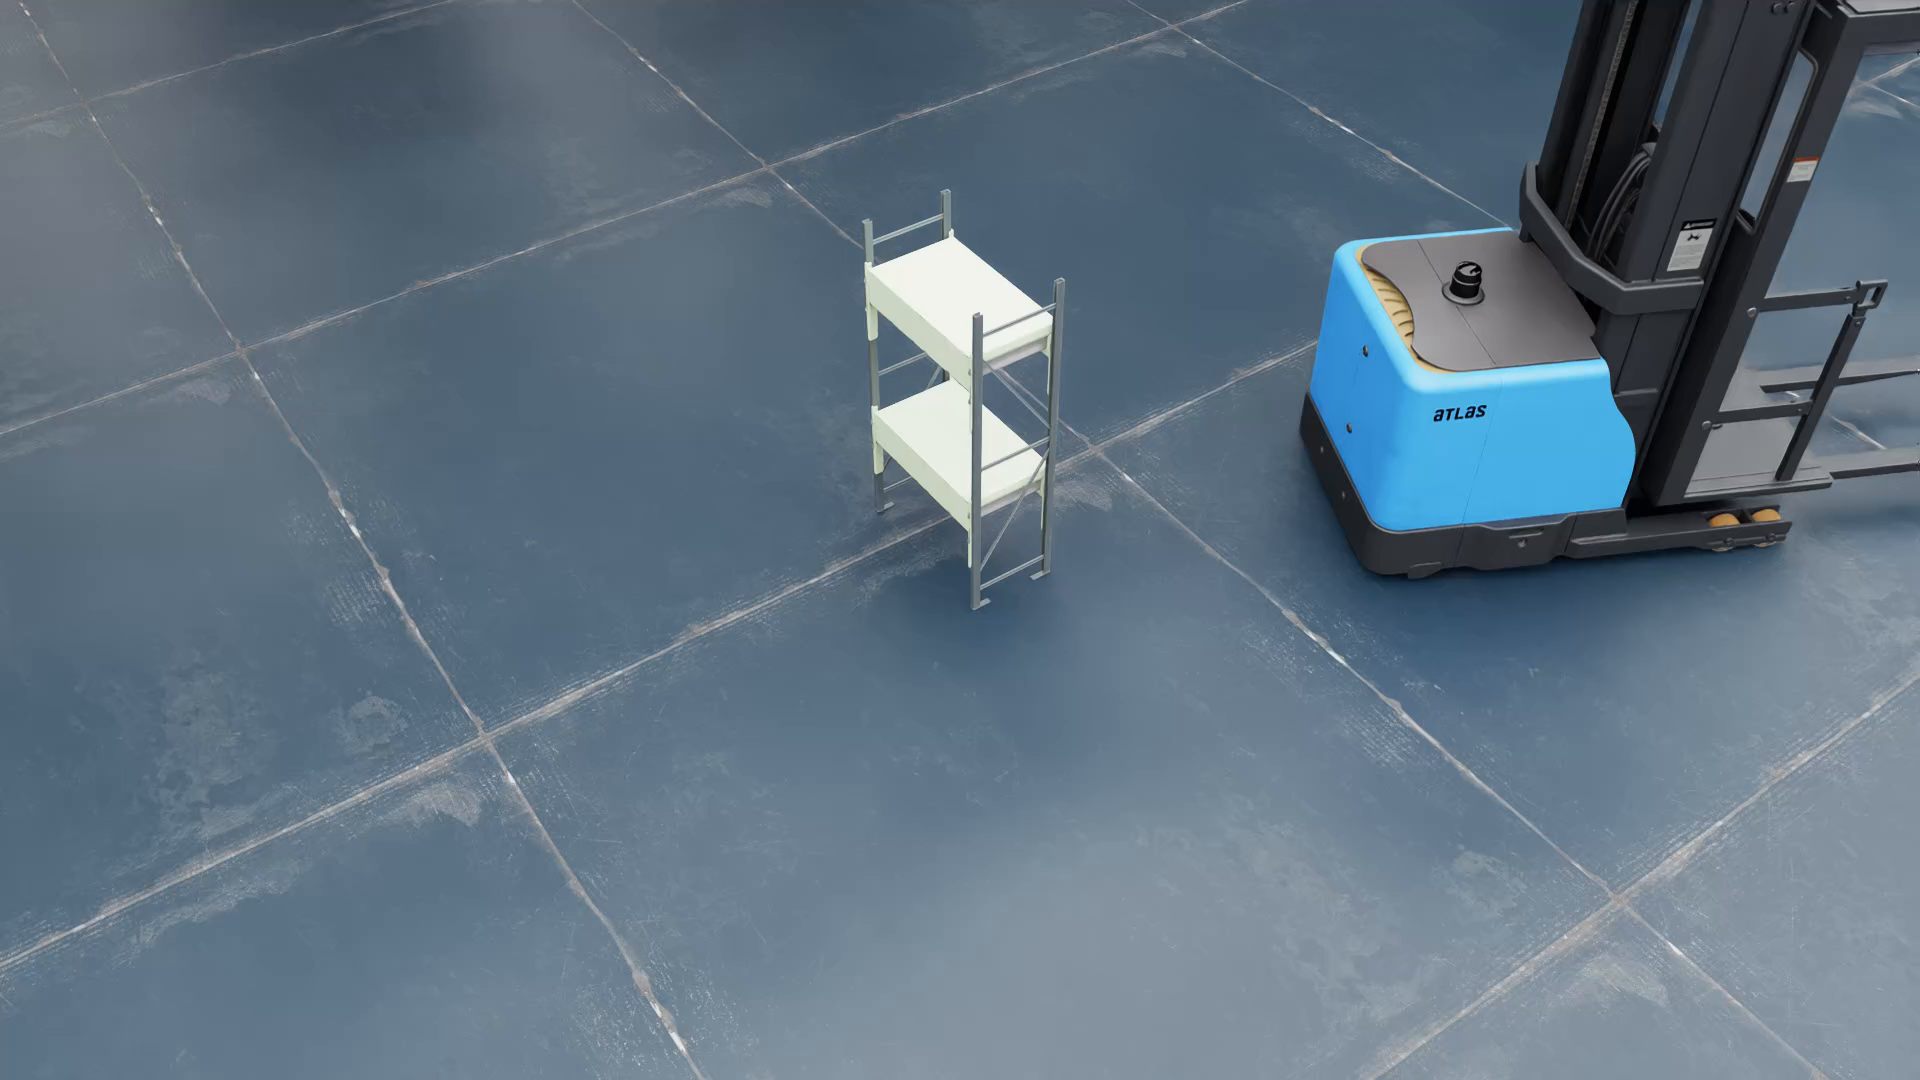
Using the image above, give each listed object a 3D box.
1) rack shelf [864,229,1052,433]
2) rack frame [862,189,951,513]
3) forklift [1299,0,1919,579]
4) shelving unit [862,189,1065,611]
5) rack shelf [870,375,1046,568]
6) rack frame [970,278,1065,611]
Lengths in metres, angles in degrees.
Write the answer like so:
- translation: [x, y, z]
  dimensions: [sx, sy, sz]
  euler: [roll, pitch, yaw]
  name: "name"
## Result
- translation: [0.004, -0.821, 6.450]
  dimensions: [0.431, 0.370, 0.720]
  euler: [-26, 49, -24]
  name: "rack shelf"
- translation: [-0.206, -0.746, 6.936]
  dimensions: [0.400, 1.500, 0.023]
  euler: [-26, 49, -24]
  name: "rack frame"
- translation: [3.124, -1.368, 6.551]
  dimensions: [3.031, 2.935, 1.130]
  euler: [-6, 44, -6]
  name: "forklift"
- translation: [0.004, -0.539, 6.719]
  dimensions: [0.431, 1.500, 0.755]
  euler: [-26, 49, -24]
  name: "shelving unit"
- translation: [0.004, -0.303, 6.944]
  dimensions: [0.431, 0.370, 0.720]
  euler: [-26, 49, -24]
  name: "rack shelf"
- translation: [0.213, -0.331, 6.502]
  dimensions: [0.400, 1.500, 0.023]
  euler: [-26, 49, -24]
  name: "rack frame"
